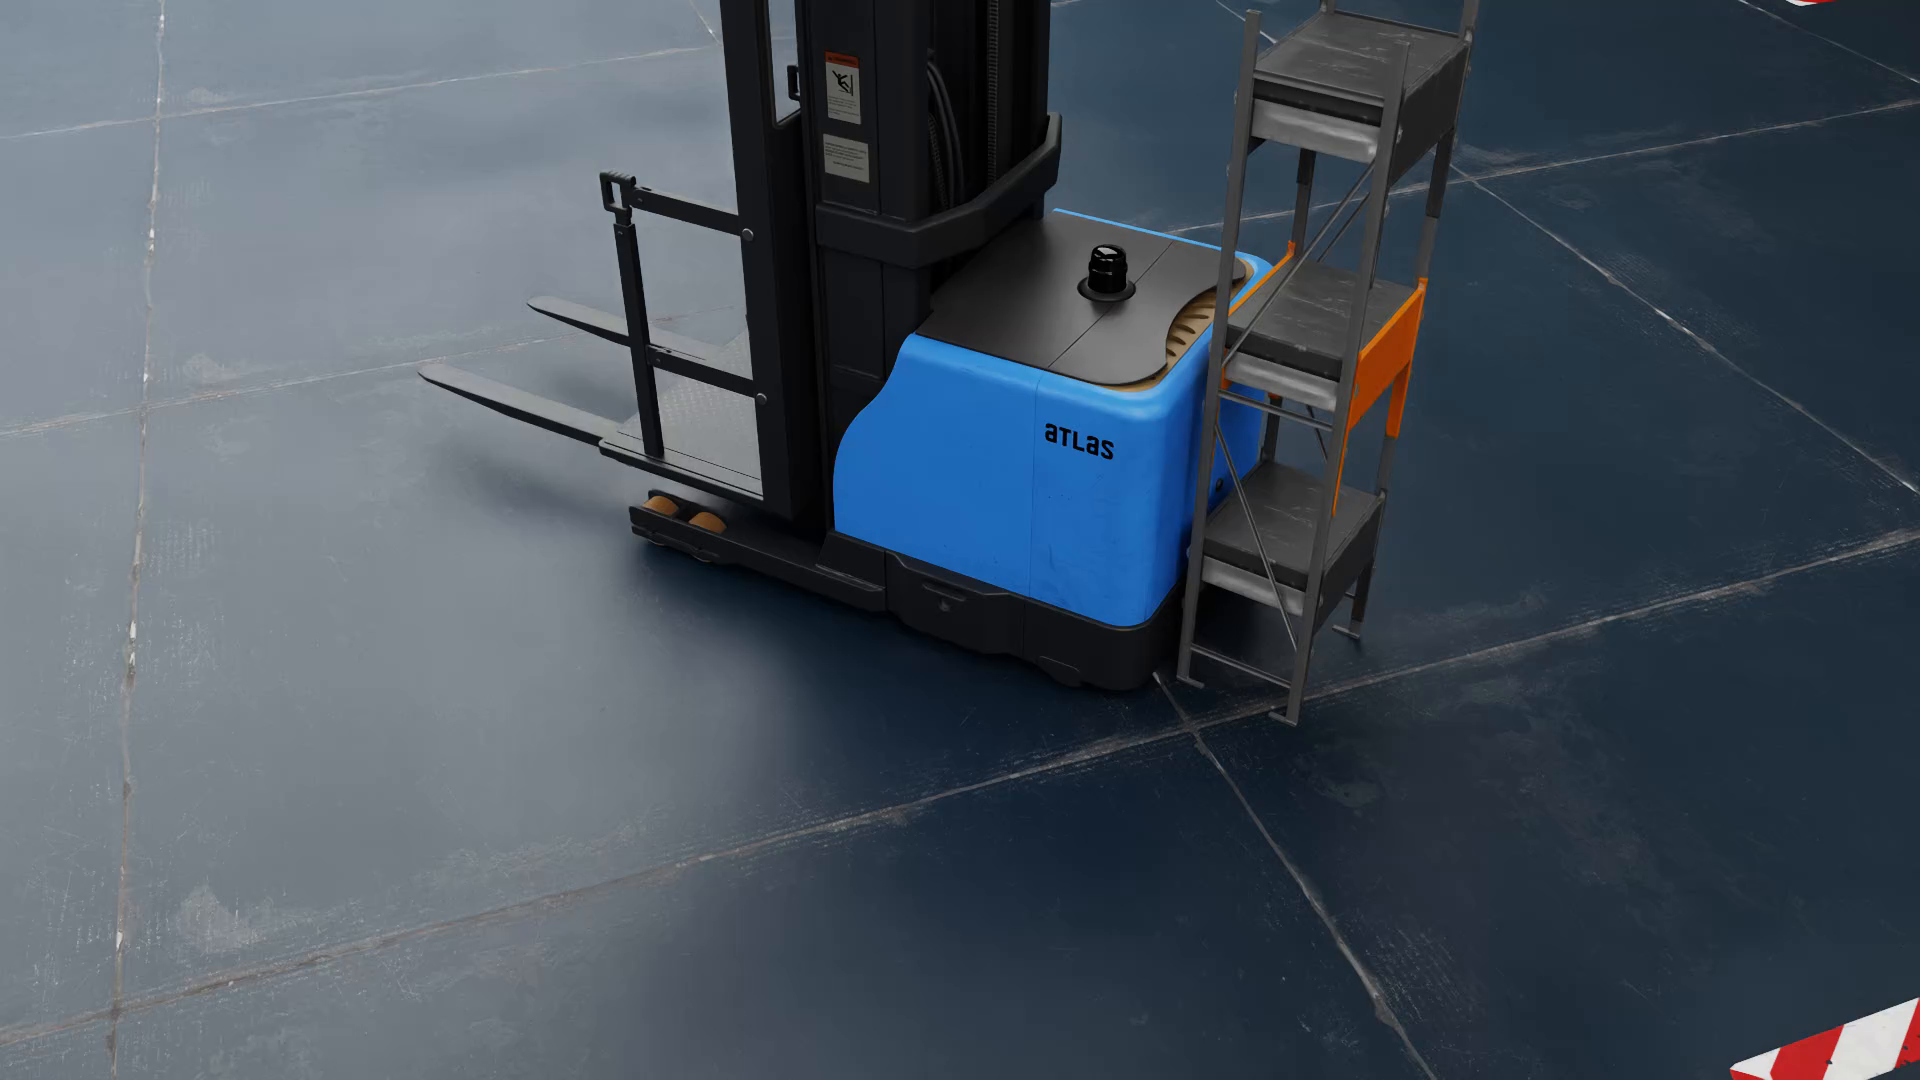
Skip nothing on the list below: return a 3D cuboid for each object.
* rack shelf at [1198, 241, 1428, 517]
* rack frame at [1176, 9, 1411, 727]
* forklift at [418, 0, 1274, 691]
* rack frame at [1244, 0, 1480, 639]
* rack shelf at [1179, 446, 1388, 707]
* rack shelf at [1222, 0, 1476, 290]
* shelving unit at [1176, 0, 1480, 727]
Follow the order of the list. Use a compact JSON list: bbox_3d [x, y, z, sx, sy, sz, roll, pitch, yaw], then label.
[{"bbox_3d":[0.978,-0.456,4.633,0.431,0.518,0.480,21,42,26],"label":"rack shelf"},{"bbox_3d":[0.844,-0.344,4.461,0.400,2.100,0.015,21,42,26],"label":"rack frame"},{"bbox_3d":[-0.544,-1.353,5.110,3.031,2.935,1.130,19,41,23],"label":"forklift"},{"bbox_3d":[1.111,-0.590,4.788,0.400,2.100,0.015,21,42,26],"label":"rack frame"},{"bbox_3d":[0.978,0.103,5.054,0.431,0.518,0.480,21,42,26],"label":"rack shelf"},{"bbox_3d":[0.978,-1.015,4.212,0.431,0.518,0.480,21,42,26],"label":"rack shelf"},{"bbox_3d":[0.978,-0.467,4.624,0.431,2.100,0.503,21,42,26],"label":"shelving unit"}]
